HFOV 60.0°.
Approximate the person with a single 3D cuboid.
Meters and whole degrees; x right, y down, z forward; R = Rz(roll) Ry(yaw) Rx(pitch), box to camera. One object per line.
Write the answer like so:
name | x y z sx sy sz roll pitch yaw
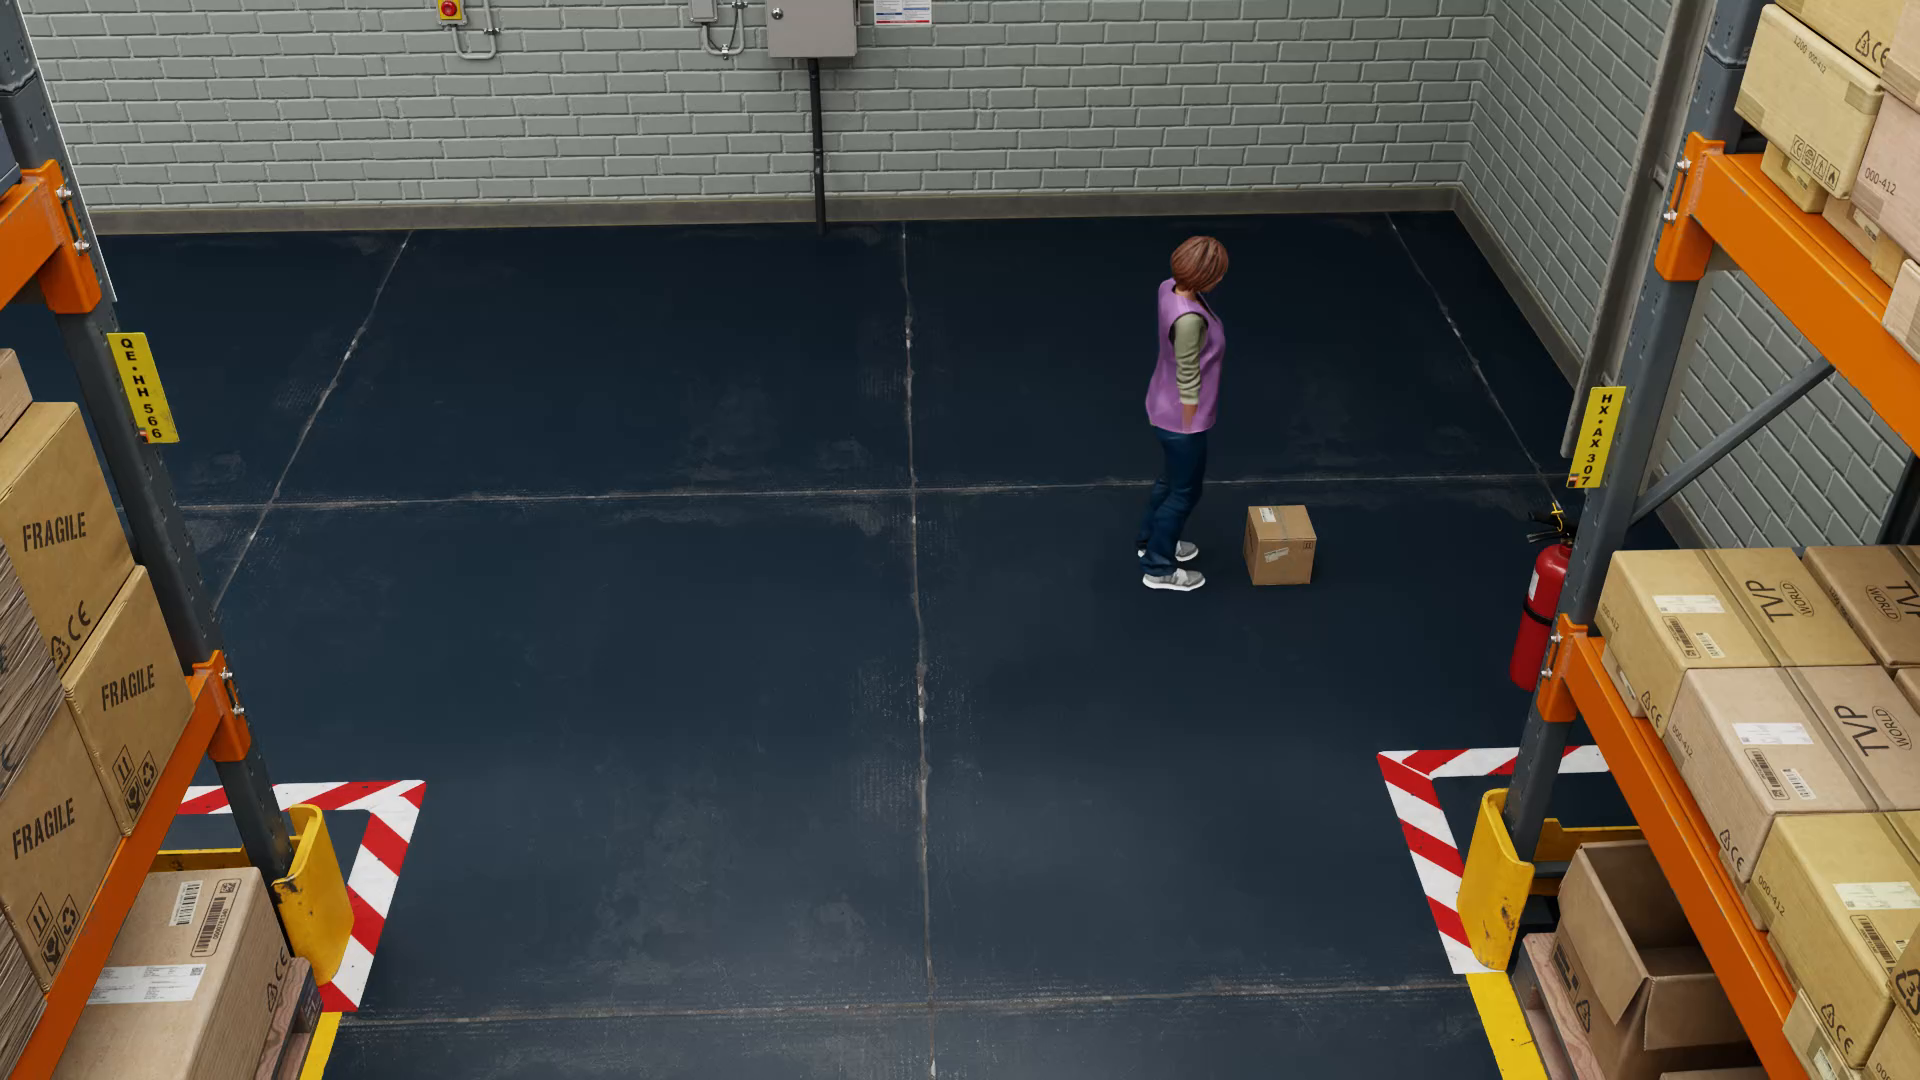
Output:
person | 0.915 -0.520 6.895 0.299 1.583 0.407 -1 36 -1
